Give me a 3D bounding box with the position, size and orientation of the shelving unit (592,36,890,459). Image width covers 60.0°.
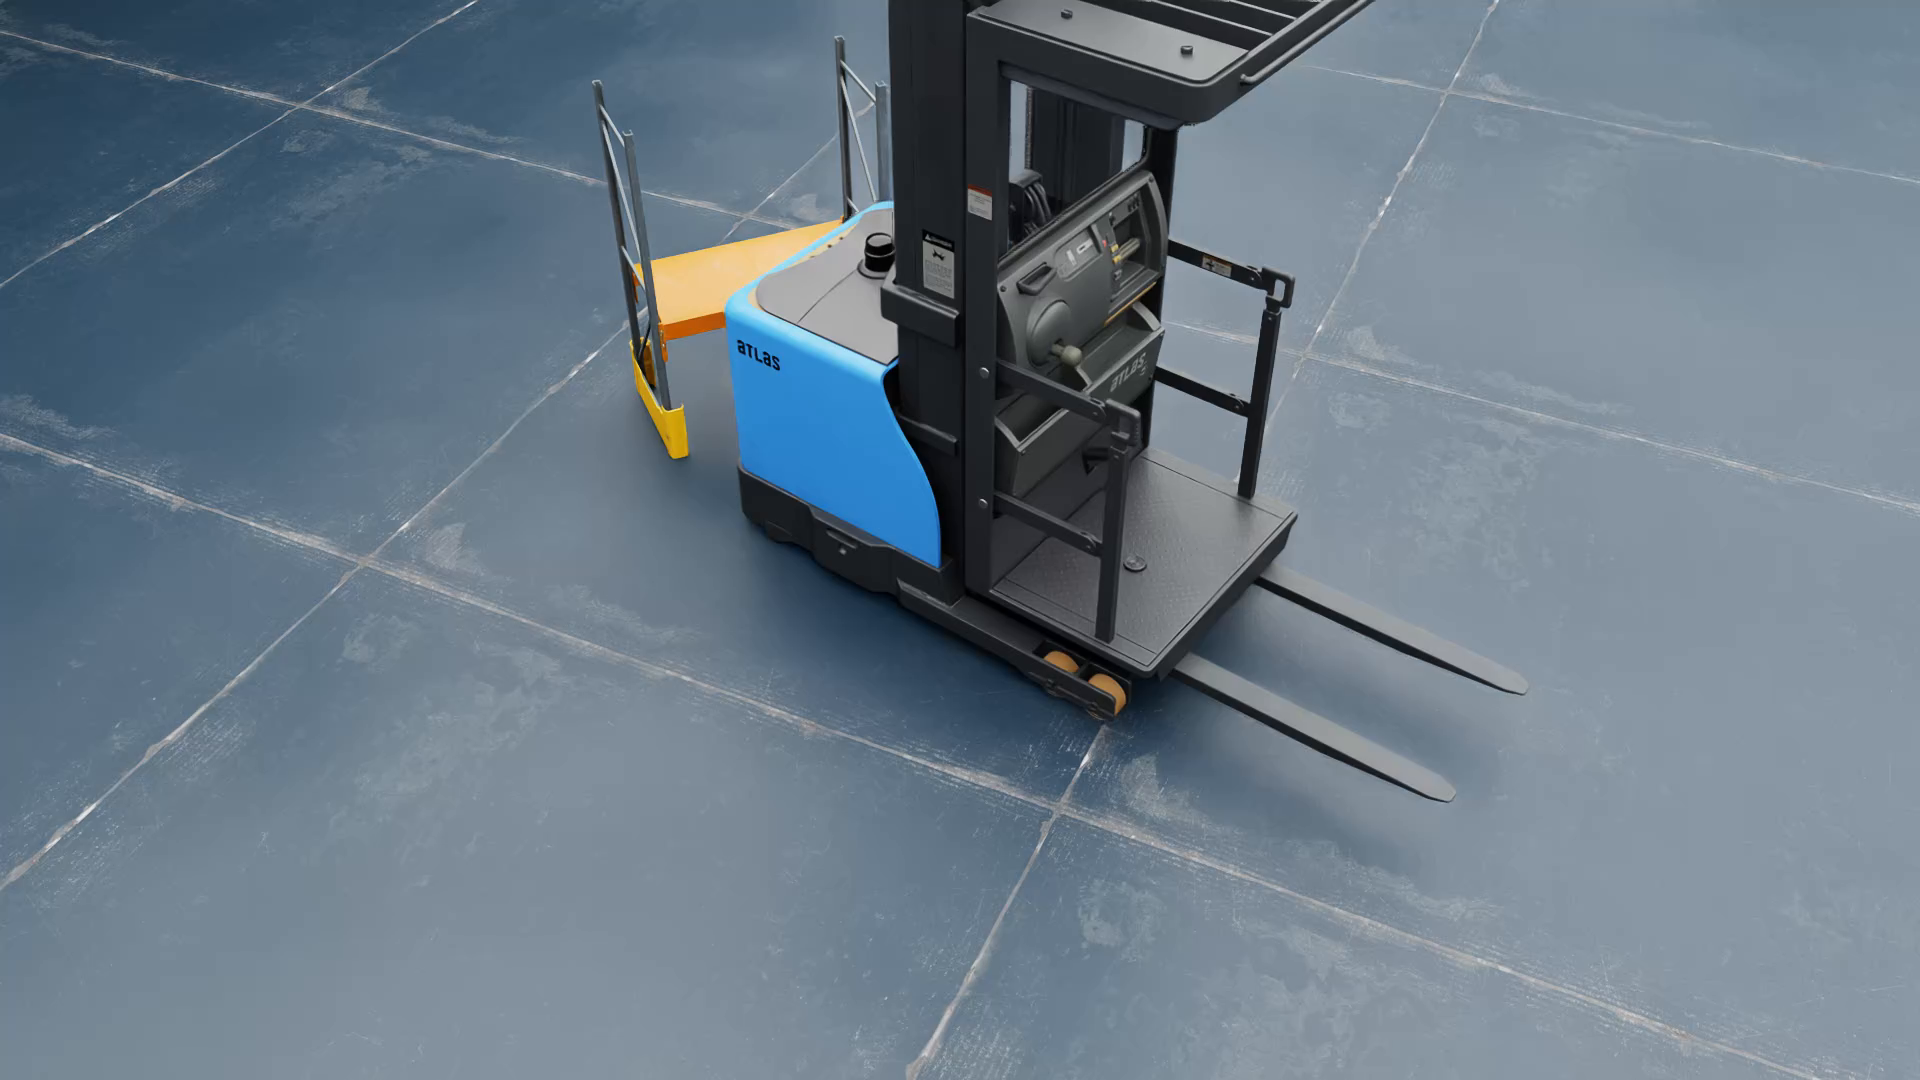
[{"bbox_3d":[-0.861,-1.230,7.024,1.083,1.500,0.587,-16,43,-18],"label":"shelving unit"}]

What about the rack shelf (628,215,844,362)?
[{"bbox_3d":[-0.869,-1.091,7.139,1.000,0.185,0.538,-16,43,-18],"label":"rack shelf"}]

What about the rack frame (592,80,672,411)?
[{"bbox_3d":[-1.335,-1.093,6.866,0.032,1.500,0.500,-16,43,-18],"label":"rack frame"}]

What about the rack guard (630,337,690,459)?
[{"bbox_3d":[-1.317,-0.626,7.282,0.087,0.250,0.587,-16,43,-18],"label":"rack guard"}]

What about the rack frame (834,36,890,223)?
[{"bbox_3d":[-0.404,-1.361,7.176,0.032,1.500,0.500,-16,43,-18],"label":"rack frame"}]

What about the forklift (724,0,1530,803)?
[{"bbox_3d":[0.590,-0.855,5.498,3.031,2.935,1.130,26,47,27],"label":"forklift"}]
